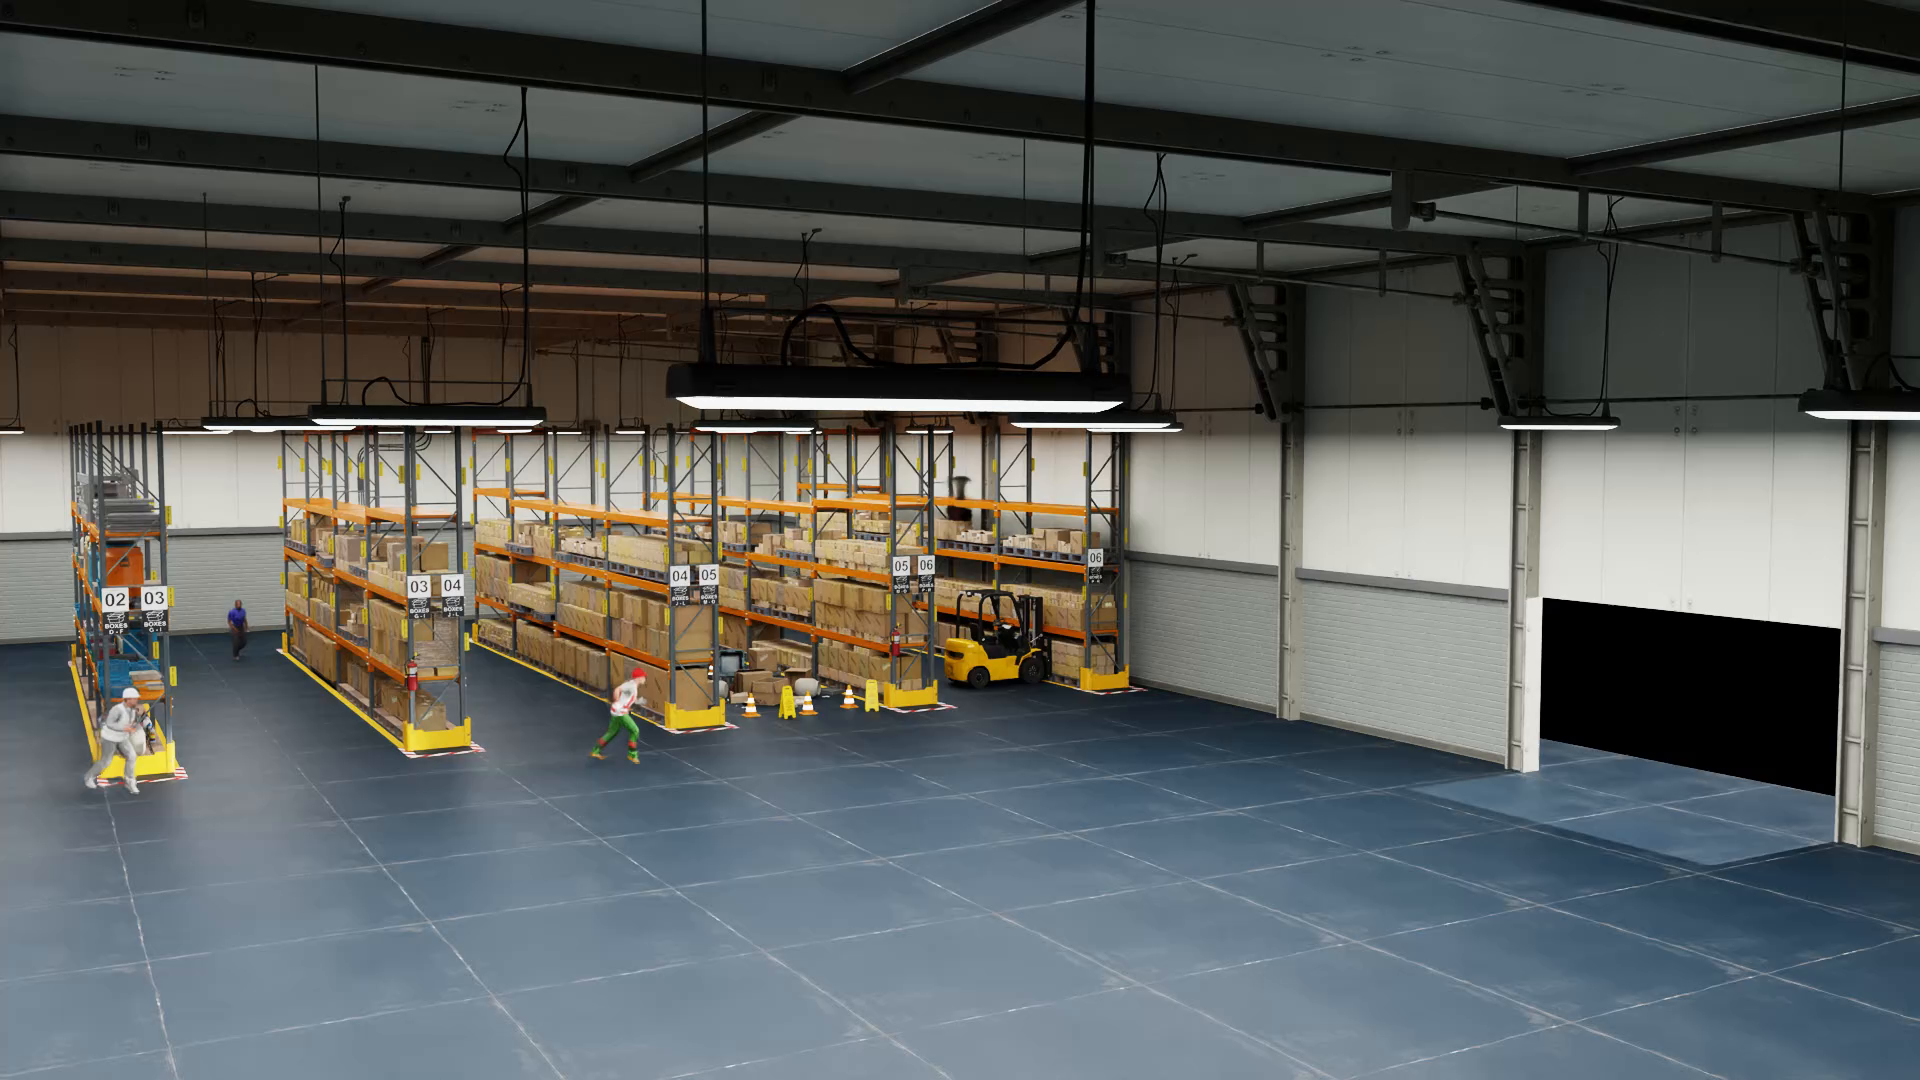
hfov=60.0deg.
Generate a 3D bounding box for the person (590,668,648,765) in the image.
[{"bbox_3d":[-5.962,3.111,29.042,1.031,1.732,0.713,0,4,-3],"label":"person"}]

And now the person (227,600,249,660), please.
[{"bbox_3d":[-18.569,2.297,42.689,0.699,1.578,0.559,3,5,41],"label":"person"}]

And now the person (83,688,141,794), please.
[{"bbox_3d":[-13.666,3.242,26.811,1.034,1.736,0.691,0,4,7],"label":"person"}]
